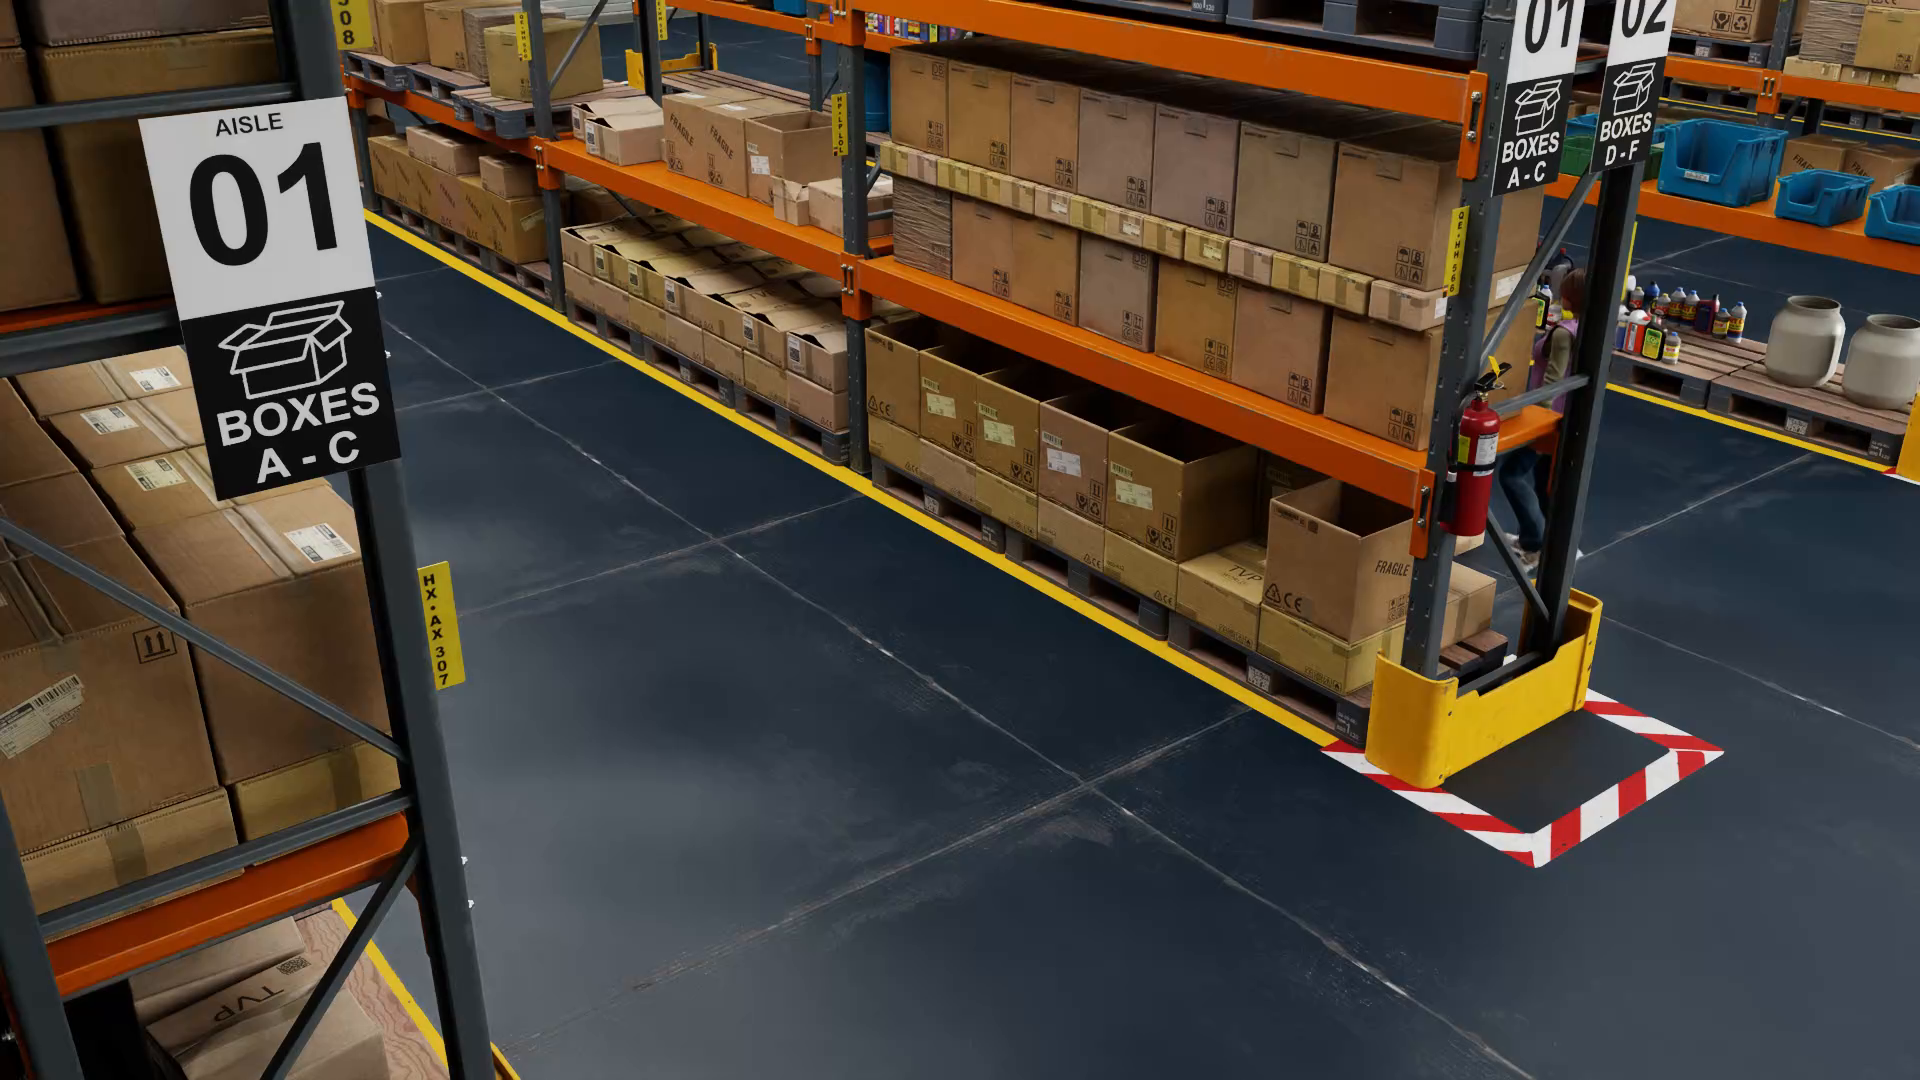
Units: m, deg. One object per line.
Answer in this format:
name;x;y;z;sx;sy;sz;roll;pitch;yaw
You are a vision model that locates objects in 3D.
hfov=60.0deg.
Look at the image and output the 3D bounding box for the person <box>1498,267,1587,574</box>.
person;2.954;-0.601;8.350;0.437;1.606;0.479;-16;29;-30
